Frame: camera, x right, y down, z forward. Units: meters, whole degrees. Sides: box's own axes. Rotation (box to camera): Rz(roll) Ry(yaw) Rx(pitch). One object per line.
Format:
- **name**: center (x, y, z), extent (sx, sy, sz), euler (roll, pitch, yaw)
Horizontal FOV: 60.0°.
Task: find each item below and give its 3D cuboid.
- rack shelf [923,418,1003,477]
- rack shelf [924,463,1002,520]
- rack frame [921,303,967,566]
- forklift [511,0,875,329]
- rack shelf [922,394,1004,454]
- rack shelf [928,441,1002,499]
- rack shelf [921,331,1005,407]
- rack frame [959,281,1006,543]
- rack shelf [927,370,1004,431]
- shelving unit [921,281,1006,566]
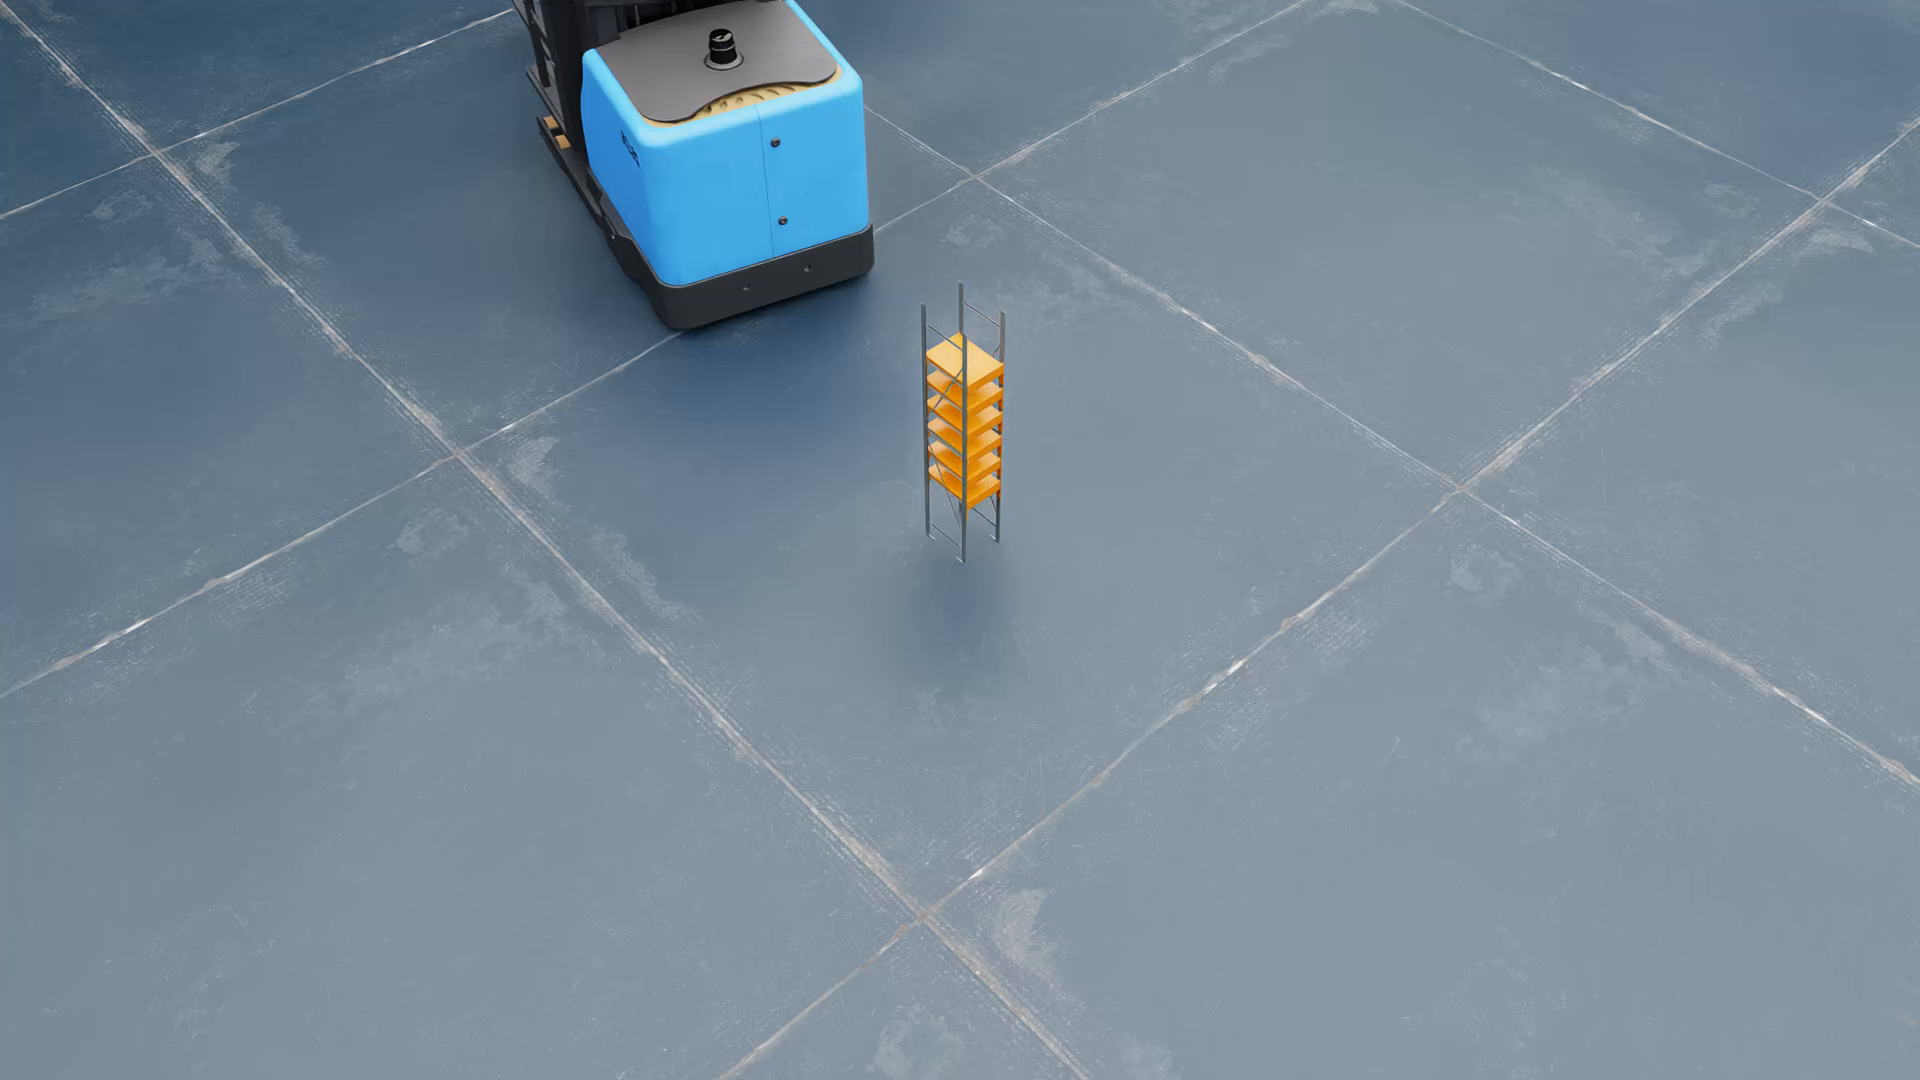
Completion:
- **rack shelf**: center (0.011, -0.384, 6.348), extent (0.180, 0.103, 0.258), euler (-34, 56, -27)
- **rack shelf**: center (0.011, -0.221, 6.525), extent (0.180, 0.103, 0.258), euler (-34, 56, -27)
- **rack frame**: center (-0.057, -0.369, 6.274), extent (0.006, 1.200, 0.240), euler (-34, 56, -27)
- **forklift**: center (-1.526, -3.038, 7.559), extent (1.130, 2.935, 3.031), euler (-21, 51, -18)
- **rack shelf**: center (0.011, -0.465, 6.260), extent (0.180, 0.103, 0.258), euler (-34, 56, -27)
- **rack shelf**: center (0.011, -0.303, 6.436), extent (0.180, 0.103, 0.258), euler (-34, 56, -27)
- **rack shelf**: center (0.011, -0.628, 6.084), extent (0.180, 0.103, 0.258), euler (-34, 56, -27)
- **rack frame**: center (0.078, -0.459, 6.357), extent (0.006, 1.200, 0.240), euler (-34, 56, -27)
- **rack shelf**: center (0.011, -0.547, 6.172), extent (0.180, 0.103, 0.258), euler (-34, 56, -27)
- **shelving unit**: center (0.011, -0.414, 6.316), extent (0.189, 1.200, 0.258), euler (-34, 56, -27)
